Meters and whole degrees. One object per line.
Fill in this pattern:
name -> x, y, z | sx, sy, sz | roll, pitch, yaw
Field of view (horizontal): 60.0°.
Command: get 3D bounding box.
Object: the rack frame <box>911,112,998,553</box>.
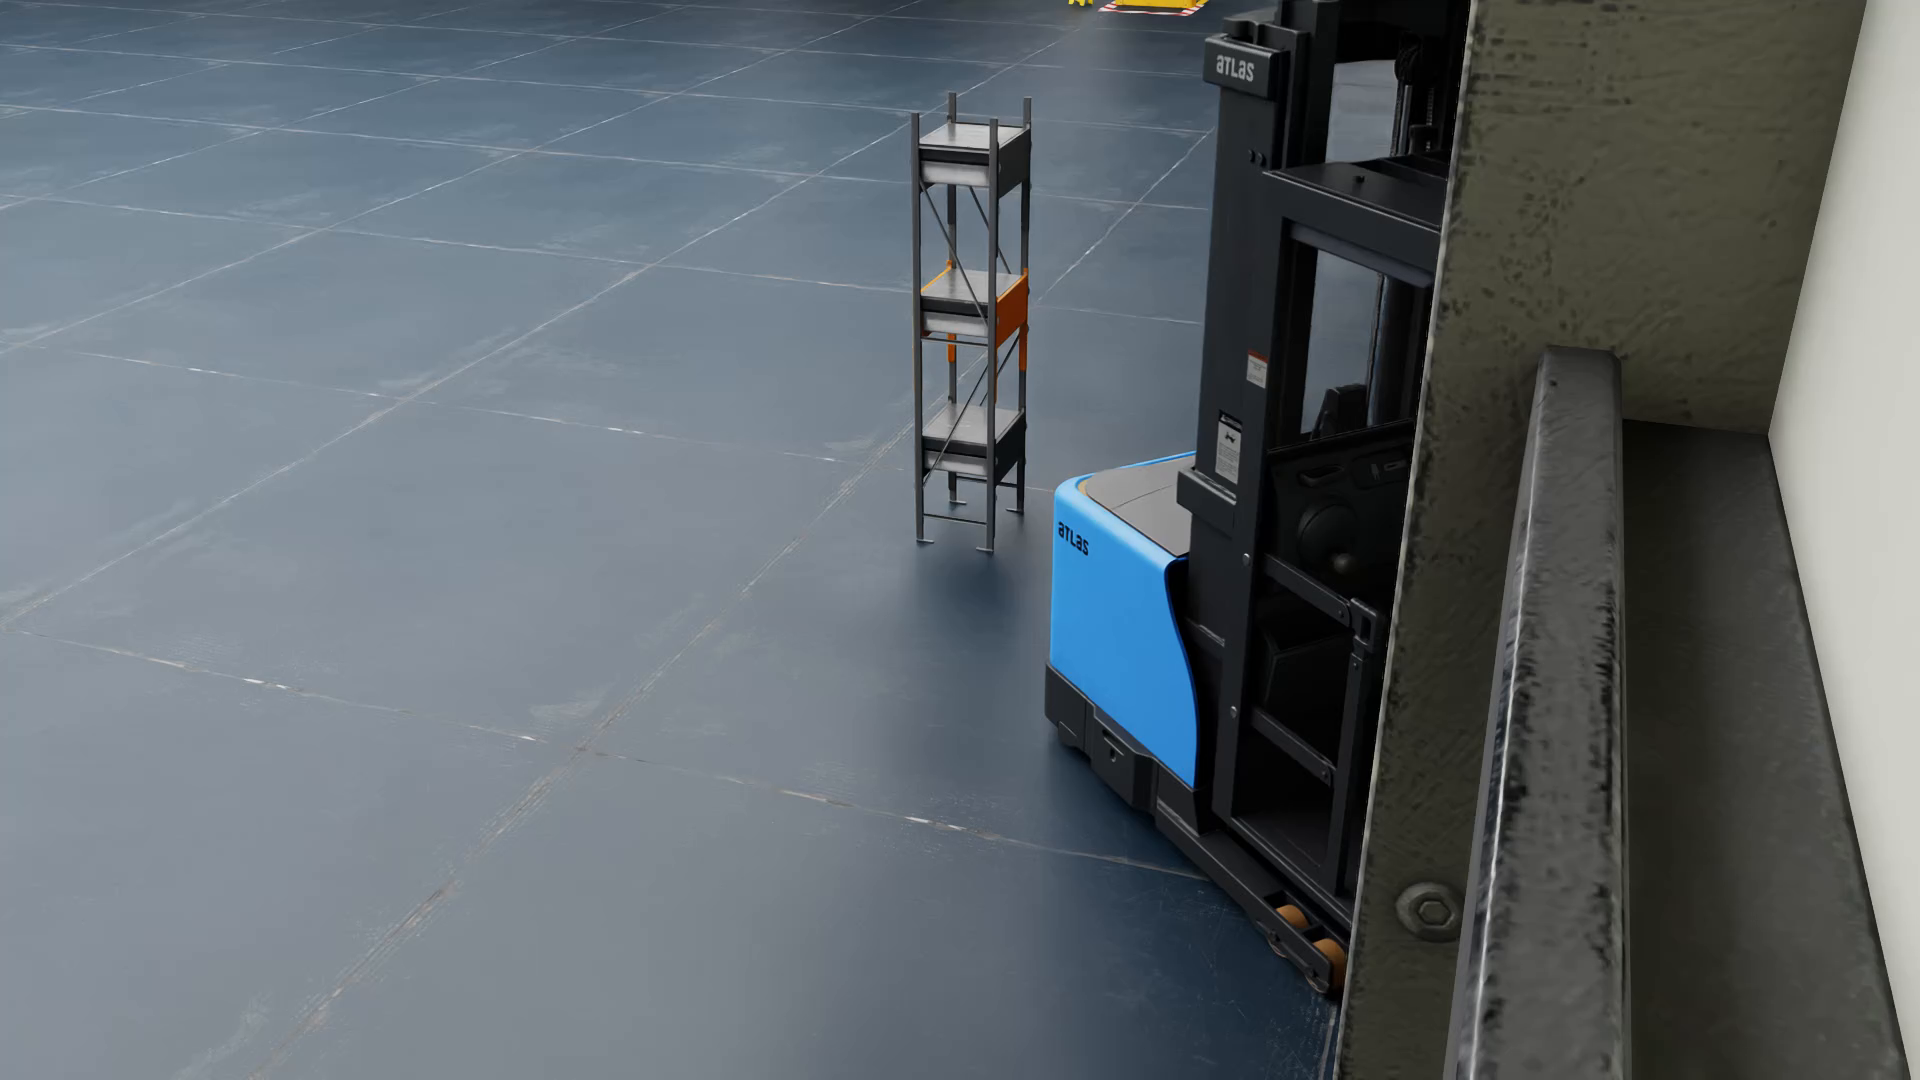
rack frame -> -0.026, -0.913, 7.726 | 0.400, 2.100, 0.015 | 9, 27, 17

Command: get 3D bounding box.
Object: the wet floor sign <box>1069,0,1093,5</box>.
wet floor sign -> 1.795, -8.255, 24.559 | 0.267, 0.644, 0.232 | 20, 32, 35

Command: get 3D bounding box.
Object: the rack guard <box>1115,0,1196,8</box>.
rack guard -> 2.892, -8.143, 24.496 | 1.175, 0.500, 0.348 | 9, 27, 17

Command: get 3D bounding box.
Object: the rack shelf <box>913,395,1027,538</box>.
rack shelf -> 0.055, -0.371, 8.244 | 0.431, 0.518, 0.480 | 9, 27, 17

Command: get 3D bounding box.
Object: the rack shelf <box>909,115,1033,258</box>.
rack shelf -> 0.055, -1.631, 7.634 | 0.431, 0.518, 0.480 | 9, 27, 17

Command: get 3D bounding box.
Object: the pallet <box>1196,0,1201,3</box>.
pallet -> 3.196, -8.342, 25.237 | 1.003, 0.211, 1.213 | 9, 27, 17

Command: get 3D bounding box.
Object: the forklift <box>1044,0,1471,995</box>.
forklift -> 1.472, -0.107, 5.108 | 1.130, 2.935, 3.031 | -13, 29, -25

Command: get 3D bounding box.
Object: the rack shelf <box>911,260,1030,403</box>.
rack shelf -> 0.055, -1.001, 7.939 | 0.431, 0.518, 0.480 | 9, 27, 17

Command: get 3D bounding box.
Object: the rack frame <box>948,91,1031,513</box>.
rack frame -> 0.136, -1.113, 8.140 | 0.400, 2.100, 0.015 | 9, 27, 17

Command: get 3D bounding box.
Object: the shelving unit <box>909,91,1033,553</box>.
shelving unit -> 0.055, -1.013, 7.933 | 0.431, 2.100, 0.503 | 9, 27, 17
